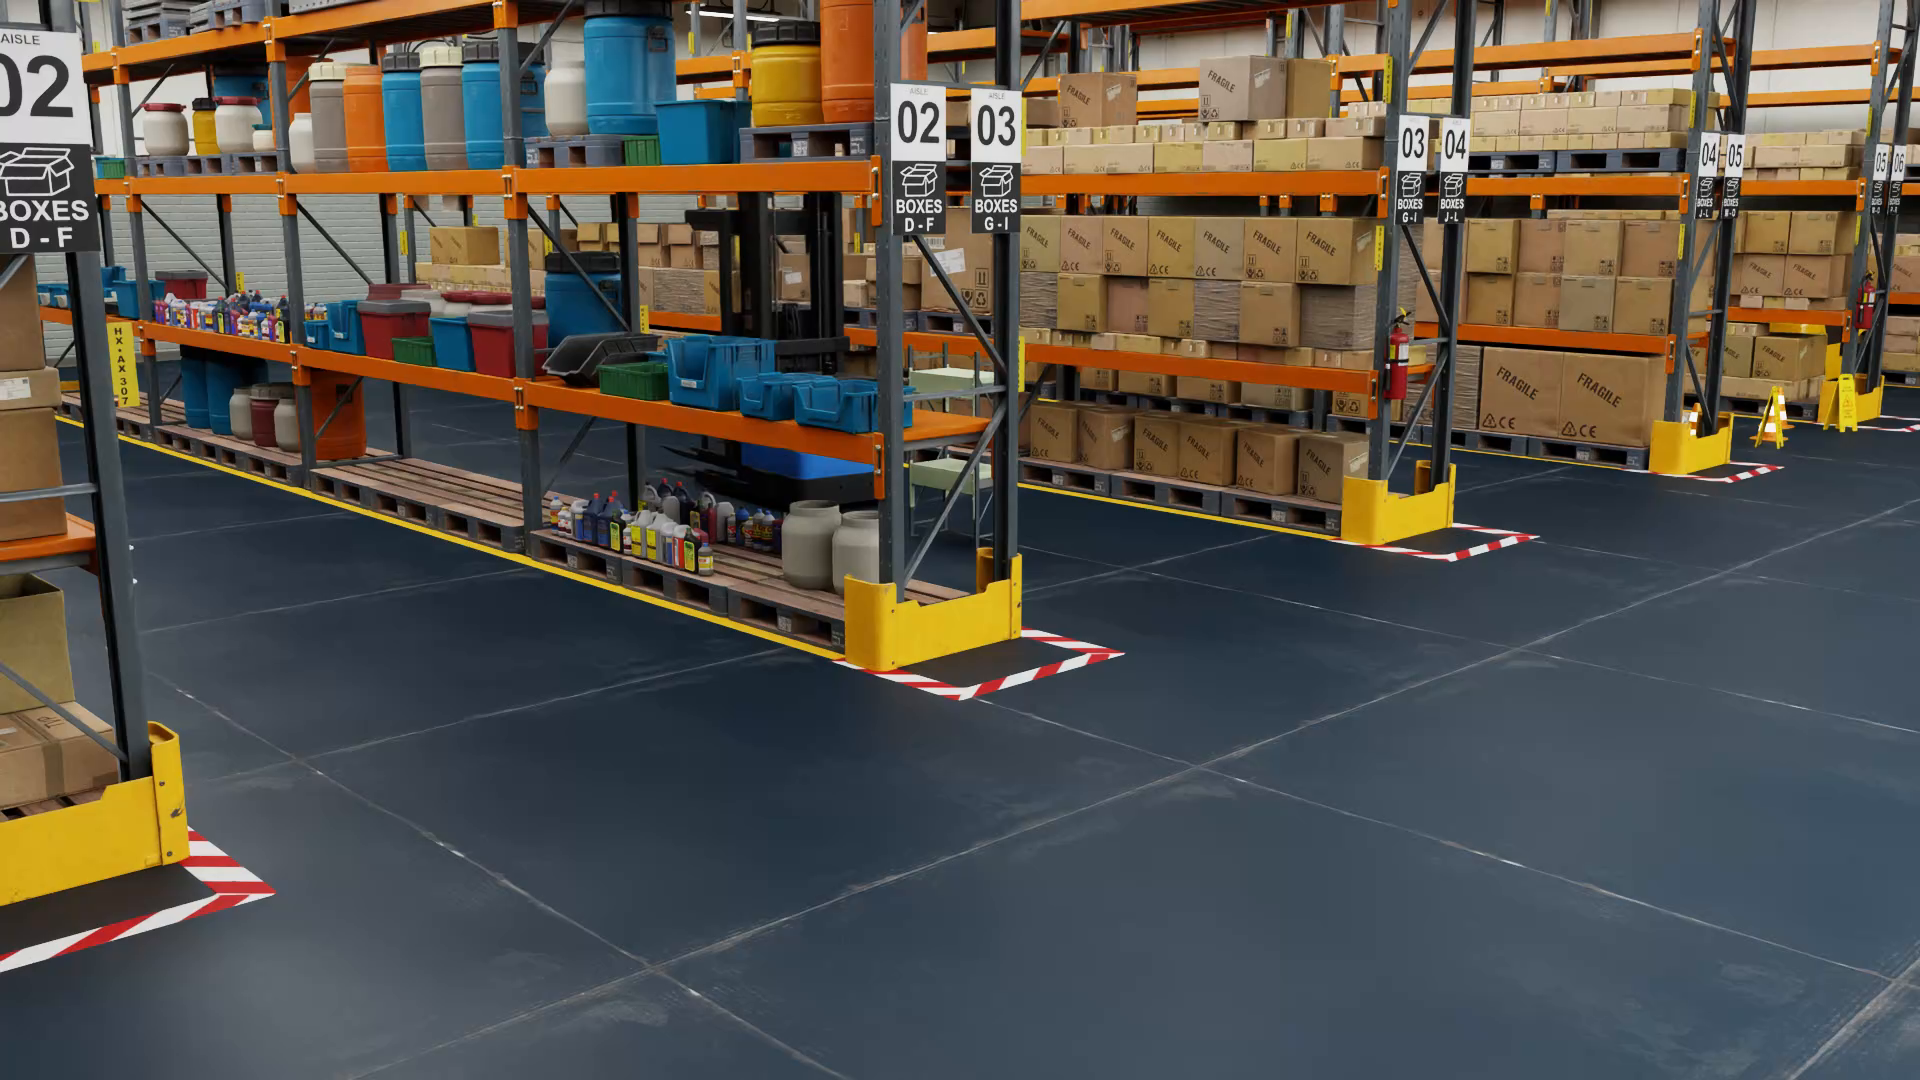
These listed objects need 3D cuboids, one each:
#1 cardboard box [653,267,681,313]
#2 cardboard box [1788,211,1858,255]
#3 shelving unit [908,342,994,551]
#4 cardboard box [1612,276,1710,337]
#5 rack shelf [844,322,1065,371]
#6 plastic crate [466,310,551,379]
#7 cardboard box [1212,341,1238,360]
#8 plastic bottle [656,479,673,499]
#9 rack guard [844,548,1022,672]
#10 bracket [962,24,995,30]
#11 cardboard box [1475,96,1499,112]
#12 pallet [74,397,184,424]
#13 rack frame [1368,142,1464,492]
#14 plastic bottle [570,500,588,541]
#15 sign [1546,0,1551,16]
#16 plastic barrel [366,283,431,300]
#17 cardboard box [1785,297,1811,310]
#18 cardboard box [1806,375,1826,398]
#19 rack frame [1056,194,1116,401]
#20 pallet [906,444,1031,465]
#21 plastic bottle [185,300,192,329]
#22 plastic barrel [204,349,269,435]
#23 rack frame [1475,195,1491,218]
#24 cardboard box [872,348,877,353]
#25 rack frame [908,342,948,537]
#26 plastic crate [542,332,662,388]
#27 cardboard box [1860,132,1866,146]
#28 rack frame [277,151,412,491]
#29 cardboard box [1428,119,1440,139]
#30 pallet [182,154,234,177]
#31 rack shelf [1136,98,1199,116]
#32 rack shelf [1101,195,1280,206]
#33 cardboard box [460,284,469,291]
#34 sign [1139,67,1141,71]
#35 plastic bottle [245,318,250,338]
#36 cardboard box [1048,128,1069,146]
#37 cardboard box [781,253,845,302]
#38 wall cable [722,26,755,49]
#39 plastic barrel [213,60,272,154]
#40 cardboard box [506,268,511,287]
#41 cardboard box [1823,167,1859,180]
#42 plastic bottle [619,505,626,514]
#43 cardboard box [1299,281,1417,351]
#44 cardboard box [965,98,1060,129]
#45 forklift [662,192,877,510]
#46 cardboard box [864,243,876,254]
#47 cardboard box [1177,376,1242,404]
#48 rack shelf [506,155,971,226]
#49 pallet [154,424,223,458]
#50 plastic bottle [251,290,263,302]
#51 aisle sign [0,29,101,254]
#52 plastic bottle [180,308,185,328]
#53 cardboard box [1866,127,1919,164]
[{"bbox_3d":[-3.220,-2.920,19.405,0.500,0.500,0.500,11,16,43],"label":"cardboard box"},{"bbox_3d":[10.182,-3.627,19.619,0.500,0.500,0.700,11,16,44],"label":"cardboard box"},{"bbox_3d":[0.005,-0.734,12.755,0.431,1.500,0.755,-11,16,-43],"label":"shelving unit"},{"bbox_3d":[6.894,-2.315,16.343,0.875,0.550,0.550,-11,16,-43],"label":"cardboard box"},{"bbox_3d":[-0.618,-2.041,17.166,1.077,0.370,4.000,-11,16,-43],"label":"rack shelf"},{"bbox_3d":[-3.375,-1.470,12.456,0.402,0.464,0.583,-11,16,-43],"label":"plastic crate"},{"bbox_3d":[2.304,-1.587,13.805,0.380,0.149,0.250,-11,16,-43],"label":"cardboard box"},{"bbox_3d":[-2.166,-0.275,12.288,0.185,0.351,0.144,11,16,44],"label":"plastic bottle"},{"bbox_3d":[-0.143,0.393,9.767,1.175,0.500,0.348,-11,16,-43],"label":"rack guard"},{"bbox_3d":[-0.452,-11.565,37.824,0.076,0.066,5.218,-11,16,-43],"label":"bracket"},{"bbox_3d":[5.477,-4.446,16.984,0.380,0.149,0.250,-11,16,-43],"label":"cardboard box"},{"bbox_3d":[-9.726,-1.493,19.634,1.003,0.211,1.213,-11,16,-43],"label":"pallet"},{"bbox_3d":[3.525,-1.517,12.843,1.000,3.000,0.127,-11,16,-43],"label":"rack frame"},{"bbox_3d":[-2.673,-0.142,11.824,0.152,0.276,0.135,-10,15,-41],"label":"plastic bottle"},{"bbox_3d":[7.533,-6.877,21.285,0.100,0.325,0.005,-11,16,-43],"label":"sign"},{"bbox_3d":[-5.042,-2.036,15.023,0.600,0.536,0.708,-11,16,-43],"label":"plastic barrel"},{"bbox_3d":[10.025,-2.822,19.796,0.380,0.149,0.250,-11,16,-43],"label":"cardboard box"},{"bbox_3d":[10.336,-1.914,20.540,0.500,0.250,0.500,-11,16,-43],"label":"cardboard box"},{"bbox_3d":[1.658,-3.361,21.793,1.000,3.000,0.127,-11,16,-43],"label":"rack frame"},{"bbox_3d":[0.224,-0.849,16.509,1.003,0.211,1.213,-11,16,-43],"label":"pallet"},{"bbox_3d":[-7.786,-2.279,16.828,0.061,0.283,0.133,-11,16,-43],"label":"plastic bottle"},{"bbox_3d":[-7.491,-1.571,17.265,0.600,0.901,0.708,-11,16,-43],"label":"plastic barrel"},{"bbox_3d":[8.756,-4.758,28.573,1.000,3.000,0.127,-11,16,-43],"label":"rack frame"},{"bbox_3d":[-1.124,-2.852,25.347,0.250,0.149,0.380,11,16,43],"label":"cardboard box"},{"bbox_3d":[-0.248,-0.787,13.015,0.400,1.500,0.023,-11,16,-43],"label":"rack frame"},{"bbox_3d":[-2.550,-1.286,11.876,0.767,0.338,0.504,-11,16,-43],"label":"plastic crate"},{"bbox_3d":[10.595,-4.715,19.578,0.380,0.149,0.250,-11,16,-43],"label":"cardboard box"},{"bbox_3d":[-5.581,-1.995,15.160,1.000,3.000,0.127,-11,16,-43],"label":"rack frame"},{"bbox_3d":[3.503,-3.181,12.867,0.380,0.149,0.250,-11,16,-43],"label":"cardboard box"},{"bbox_3d":[-6.946,-3.689,16.419,1.003,0.211,1.213,-11,16,-43],"label":"pallet"},{"bbox_3d":[3.787,-6.748,26.137,1.077,0.370,4.000,-11,16,-43],"label":"rack shelf"},{"bbox_3d":[4.612,-6.751,32.593,1.077,0.370,4.000,-11,16,-43],"label":"rack shelf"},{"bbox_3d":[-6.628,-3.444,22.819,0.380,0.149,0.250,-11,16,-43],"label":"cardboard box"},{"bbox_3d":[3.646,-9.473,33.885,0.100,0.325,0.005,-11,16,-43],"label":"sign"},{"bbox_3d":[-6.731,-2.021,15.781,0.097,0.201,0.097,0,12,0],"label":"plastic bottle"},{"bbox_3d":[0.998,-3.572,14.768,0.250,0.149,0.380,11,16,42],"label":"cardboard box"},{"bbox_3d":[-1.597,-2.866,18.102,0.500,0.500,0.500,9,15,38],"label":"cardboard box"},{"bbox_3d":[-3.943,-9.067,34.620,2.355,3.000,0.029,-11,16,-43],"label":"wall cable"},{"bbox_3d":[-7.054,-4.271,16.492,0.600,0.901,0.708,-11,16,-43],"label":"plastic barrel"},{"bbox_3d":[-5.615,-3.444,21.829,0.500,0.250,0.500,-10,15,-41],"label":"cardboard box"},{"bbox_3d":[10.244,-4.258,19.332,0.380,0.149,0.250,-11,16,-42],"label":"cardboard box"},{"bbox_3d":[-2.374,-0.110,11.684,0.097,0.271,0.097,0,12,0],"label":"plastic bottle"},{"bbox_3d":[3.166,-1.796,13.211,0.875,0.500,0.500,-11,16,-43],"label":"cardboard box"},{"bbox_3d":[0.510,-3.909,15.721,0.637,0.503,0.797,11,16,42],"label":"cardboard box"},{"bbox_3d":[-1.771,-1.933,15.031,1.130,2.935,3.031,-8,14,-35],"label":"forklift"},{"bbox_3d":[-1.165,-4.198,23.960,0.380,0.149,0.250,-10,15,-40],"label":"cardboard box"},{"bbox_3d":[3.263,-2.101,20.209,1.050,0.750,0.750,-11,16,-43],"label":"cardboard box"},{"bbox_3d":[-1.438,-2.236,10.680,1.077,0.370,4.000,-11,16,-43],"label":"rack shelf"},{"bbox_3d":[-7.841,-1.094,17.700,1.003,0.211,1.213,-11,16,-43],"label":"pallet"},{"bbox_3d":[-7.345,-2.439,17.438,0.144,0.351,0.185,-11,16,-43],"label":"plastic bottle"},{"bbox_3d":[-3.375,-1.444,6.044,0.394,0.787,0.004,-11,16,-43],"label":"aisle sign"},{"bbox_3d":[-7.919,-2.272,16.999,0.097,0.201,0.097,0,12,0],"label":"plastic bottle"},{"bbox_3d":[13.163,-5.557,23.483,0.700,0.500,0.500,-11,16,-42],"label":"cardboard box"}]
